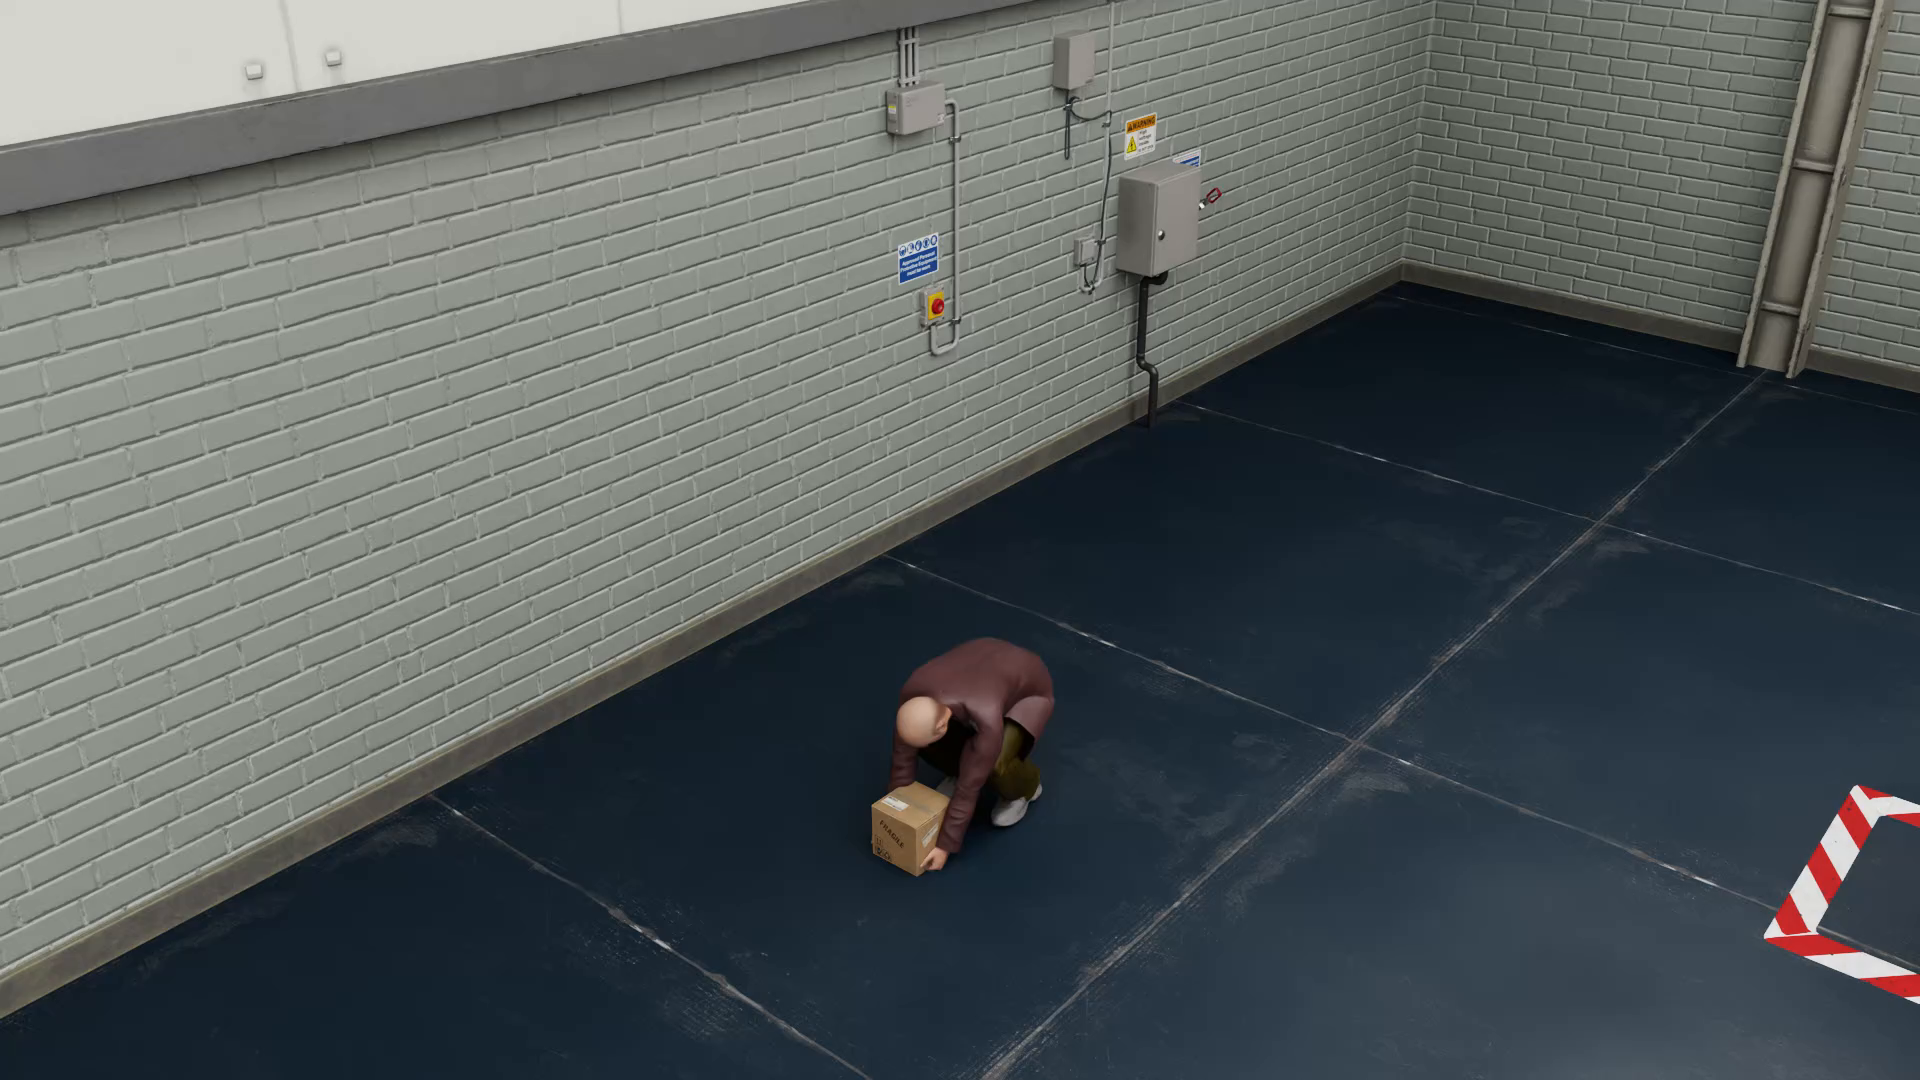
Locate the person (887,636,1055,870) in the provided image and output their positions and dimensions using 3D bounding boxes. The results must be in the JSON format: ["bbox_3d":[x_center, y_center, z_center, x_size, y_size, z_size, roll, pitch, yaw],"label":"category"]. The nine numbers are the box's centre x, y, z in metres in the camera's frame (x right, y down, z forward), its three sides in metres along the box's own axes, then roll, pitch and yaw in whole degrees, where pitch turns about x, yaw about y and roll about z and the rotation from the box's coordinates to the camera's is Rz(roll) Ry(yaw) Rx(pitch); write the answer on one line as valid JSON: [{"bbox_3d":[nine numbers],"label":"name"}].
[{"bbox_3d":[0.038,0.851,7.076,0.574,0.807,0.939,20,33,33],"label":"person"}]
